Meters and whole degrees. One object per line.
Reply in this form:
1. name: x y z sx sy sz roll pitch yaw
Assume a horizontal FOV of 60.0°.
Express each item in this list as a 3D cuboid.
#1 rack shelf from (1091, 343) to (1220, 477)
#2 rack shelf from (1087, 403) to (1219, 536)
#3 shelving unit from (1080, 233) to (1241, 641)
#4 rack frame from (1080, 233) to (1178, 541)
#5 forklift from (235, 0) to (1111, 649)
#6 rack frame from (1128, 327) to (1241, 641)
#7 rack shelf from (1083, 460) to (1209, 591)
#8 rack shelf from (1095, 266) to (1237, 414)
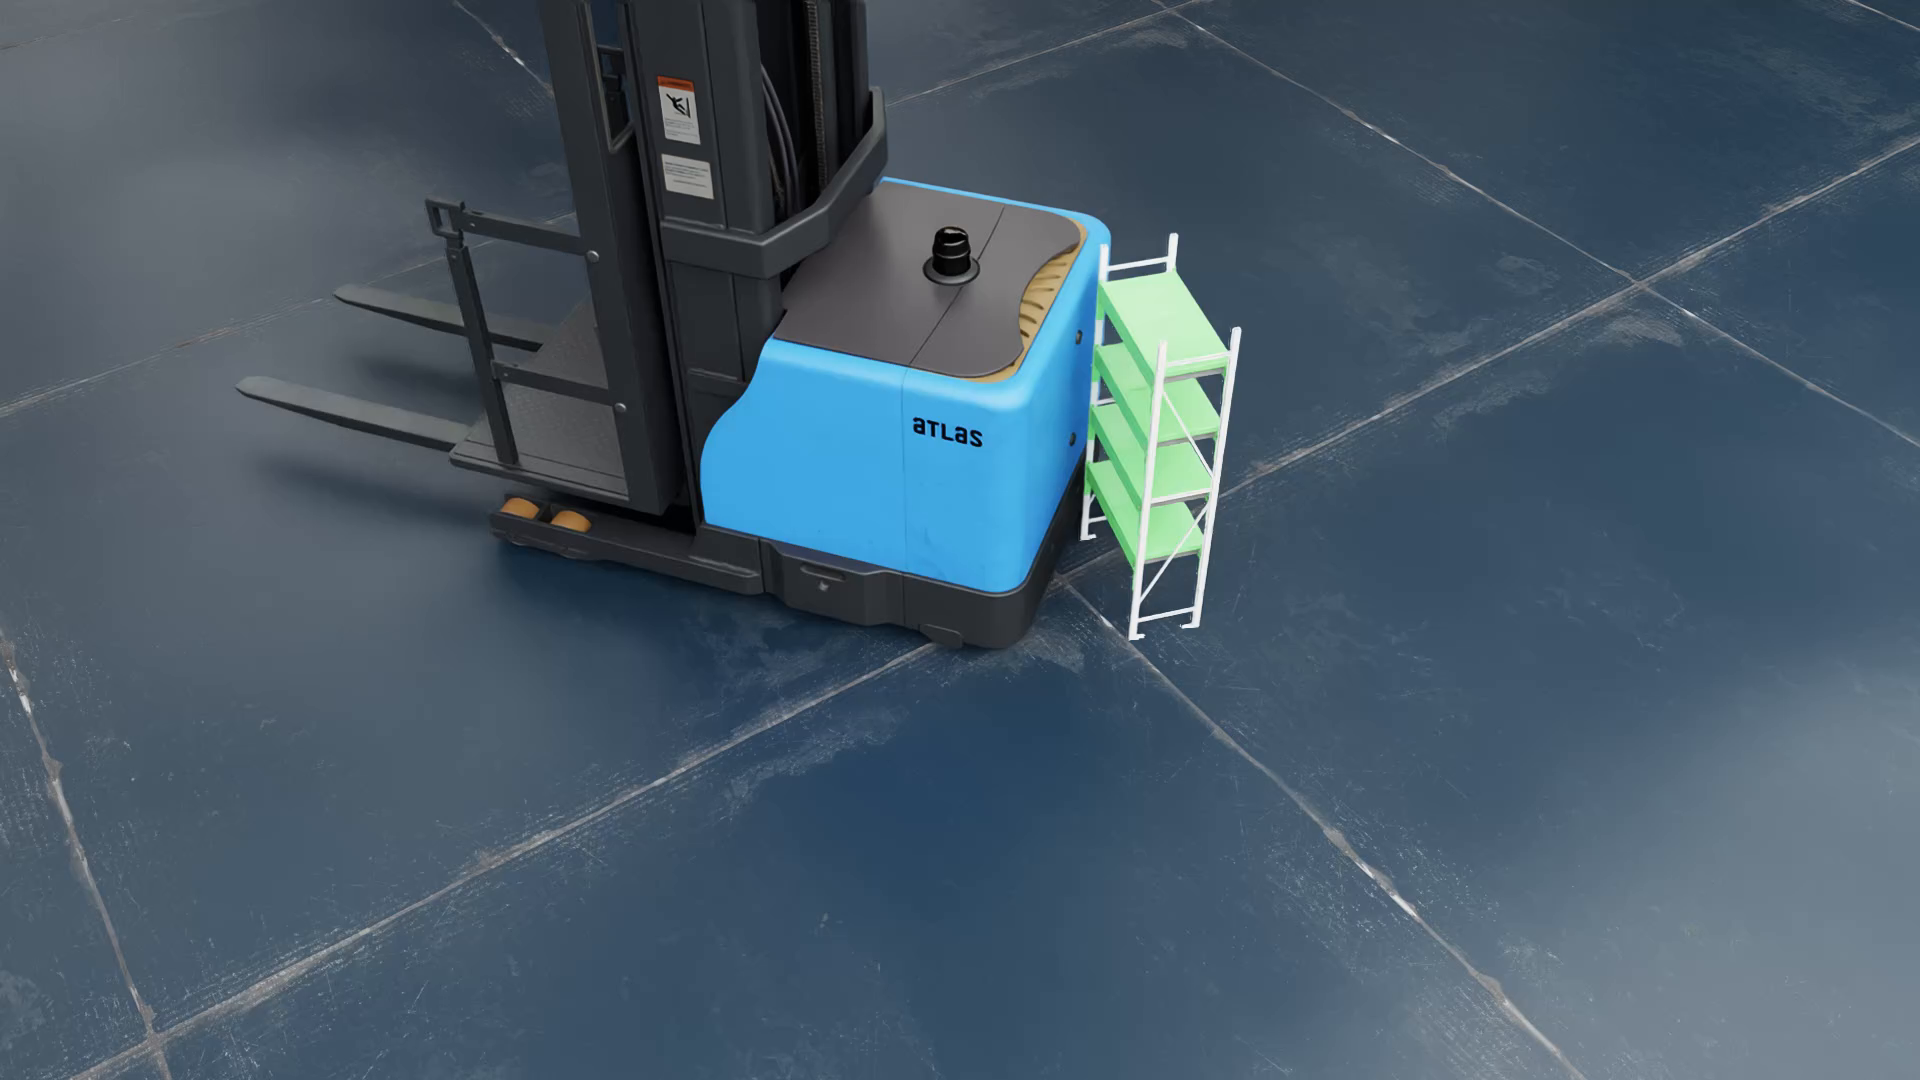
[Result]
1. rack shelf: 0.599 -0.422 5.068 0.258 0.148 0.480 -11 45 -11
2. rack shelf: 0.599 -0.248 5.234 0.258 0.148 0.480 -11 45 -11
3. shelving unit: 0.599 -0.295 5.190 0.258 1.200 0.503 -11 45 -11
4. rack frame: 0.533 -0.457 5.360 0.240 1.200 0.015 -11 45 -11
5. forklift: -1.081 -1.326 5.016 3.031 2.935 1.130 13 45 14
6. rack frame: 0.665 -0.132 5.020 0.240 1.200 0.015 -11 45 -11
7. rack shelf: 0.599 -0.075 5.399 0.258 0.148 0.480 -11 45 -11
8. rack shelf: 0.599 -0.595 4.902 0.258 0.148 0.480 -11 45 -11
